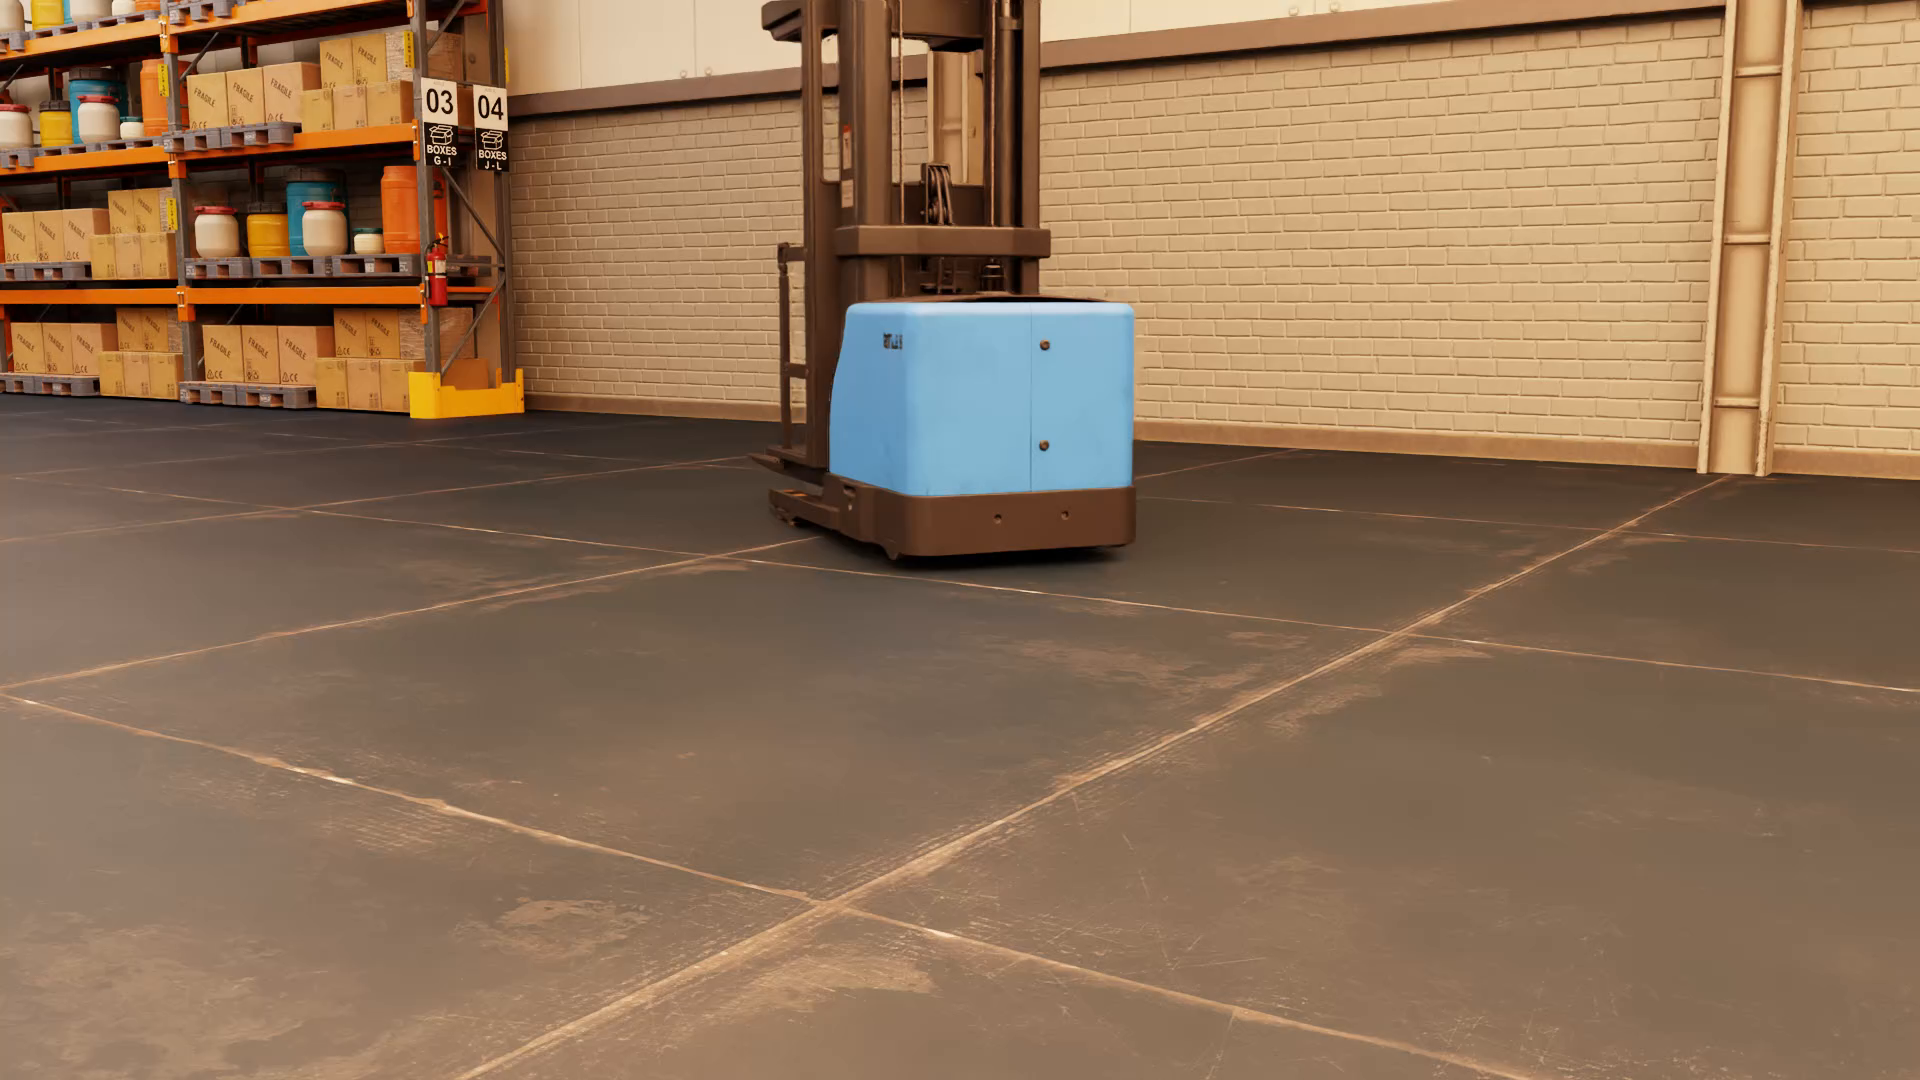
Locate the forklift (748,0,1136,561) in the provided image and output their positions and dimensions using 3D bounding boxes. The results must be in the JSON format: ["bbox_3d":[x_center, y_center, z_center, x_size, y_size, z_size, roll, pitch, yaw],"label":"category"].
[{"bbox_3d":[-0.297,-1.534,7.983,1.130,2.935,3.031,-3,9,-23],"label":"forklift"}]
